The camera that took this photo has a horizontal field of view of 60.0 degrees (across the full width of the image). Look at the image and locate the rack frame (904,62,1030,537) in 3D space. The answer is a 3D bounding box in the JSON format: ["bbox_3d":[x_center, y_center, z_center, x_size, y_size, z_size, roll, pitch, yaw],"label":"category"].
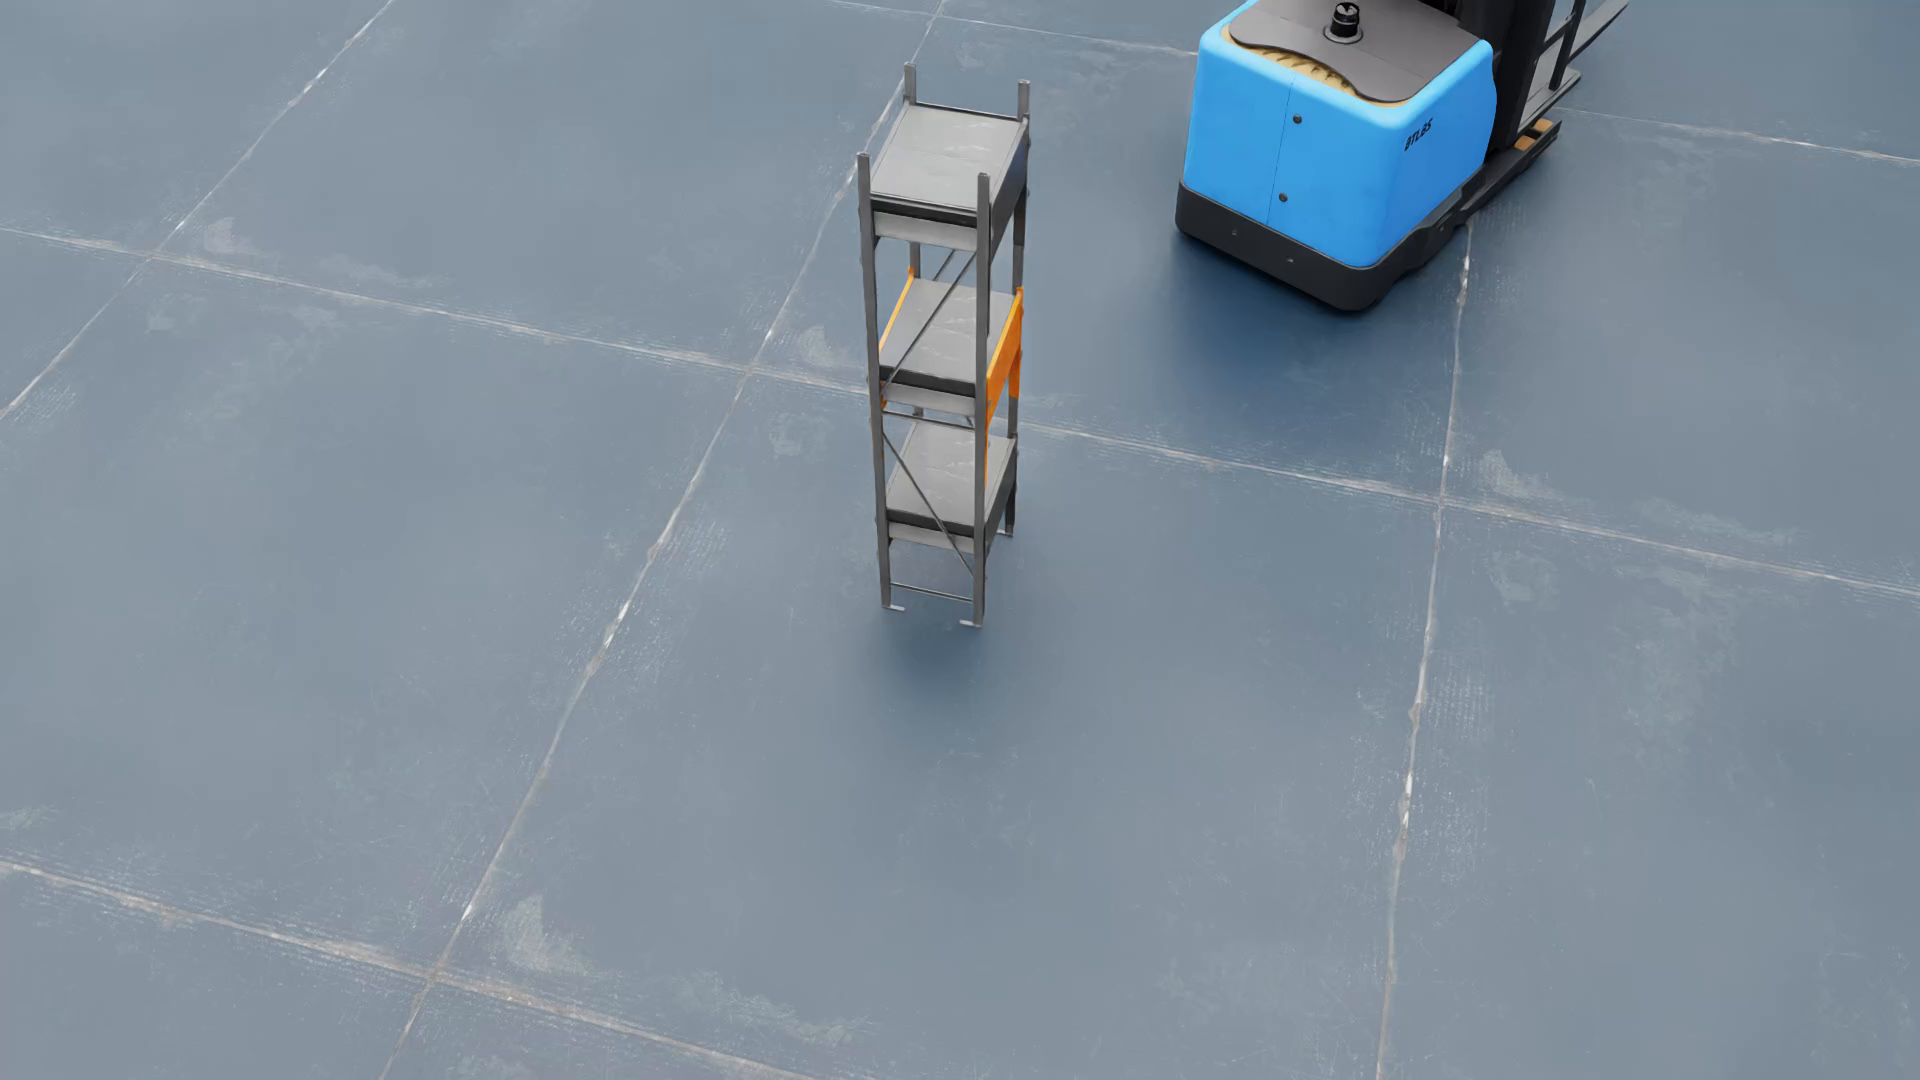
[{"bbox_3d":[0.021,-0.752,5.932,0.400,2.100,0.015,12,50,10],"label":"rack frame"}]

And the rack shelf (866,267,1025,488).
[{"bbox_3d":[-0.044,-0.566,5.786,0.431,0.518,0.480,12,50,10],"label":"rack shelf"}]

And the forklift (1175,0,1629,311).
[{"bbox_3d":[2.362,-3.037,7.394,1.130,2.935,3.031,33,56,26],"label":"forklift"}]

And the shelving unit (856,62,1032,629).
[{"bbox_3d":[-0.044,-0.575,5.776,0.431,2.100,0.503,12,50,10],"label":"shelving unit"}]

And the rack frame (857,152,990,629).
[{"bbox_3d":[-0.108,-0.399,5.620,0.400,2.100,0.015,12,50,10],"label":"rack frame"}]

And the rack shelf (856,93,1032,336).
[{"bbox_3d":[-0.044,-1.029,5.261,0.431,0.518,0.480,12,50,10],"label":"rack shelf"}]

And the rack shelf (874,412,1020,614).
[{"bbox_3d":[-0.044,-0.103,6.311,0.431,0.518,0.480,12,50,10],"label":"rack shelf"}]
